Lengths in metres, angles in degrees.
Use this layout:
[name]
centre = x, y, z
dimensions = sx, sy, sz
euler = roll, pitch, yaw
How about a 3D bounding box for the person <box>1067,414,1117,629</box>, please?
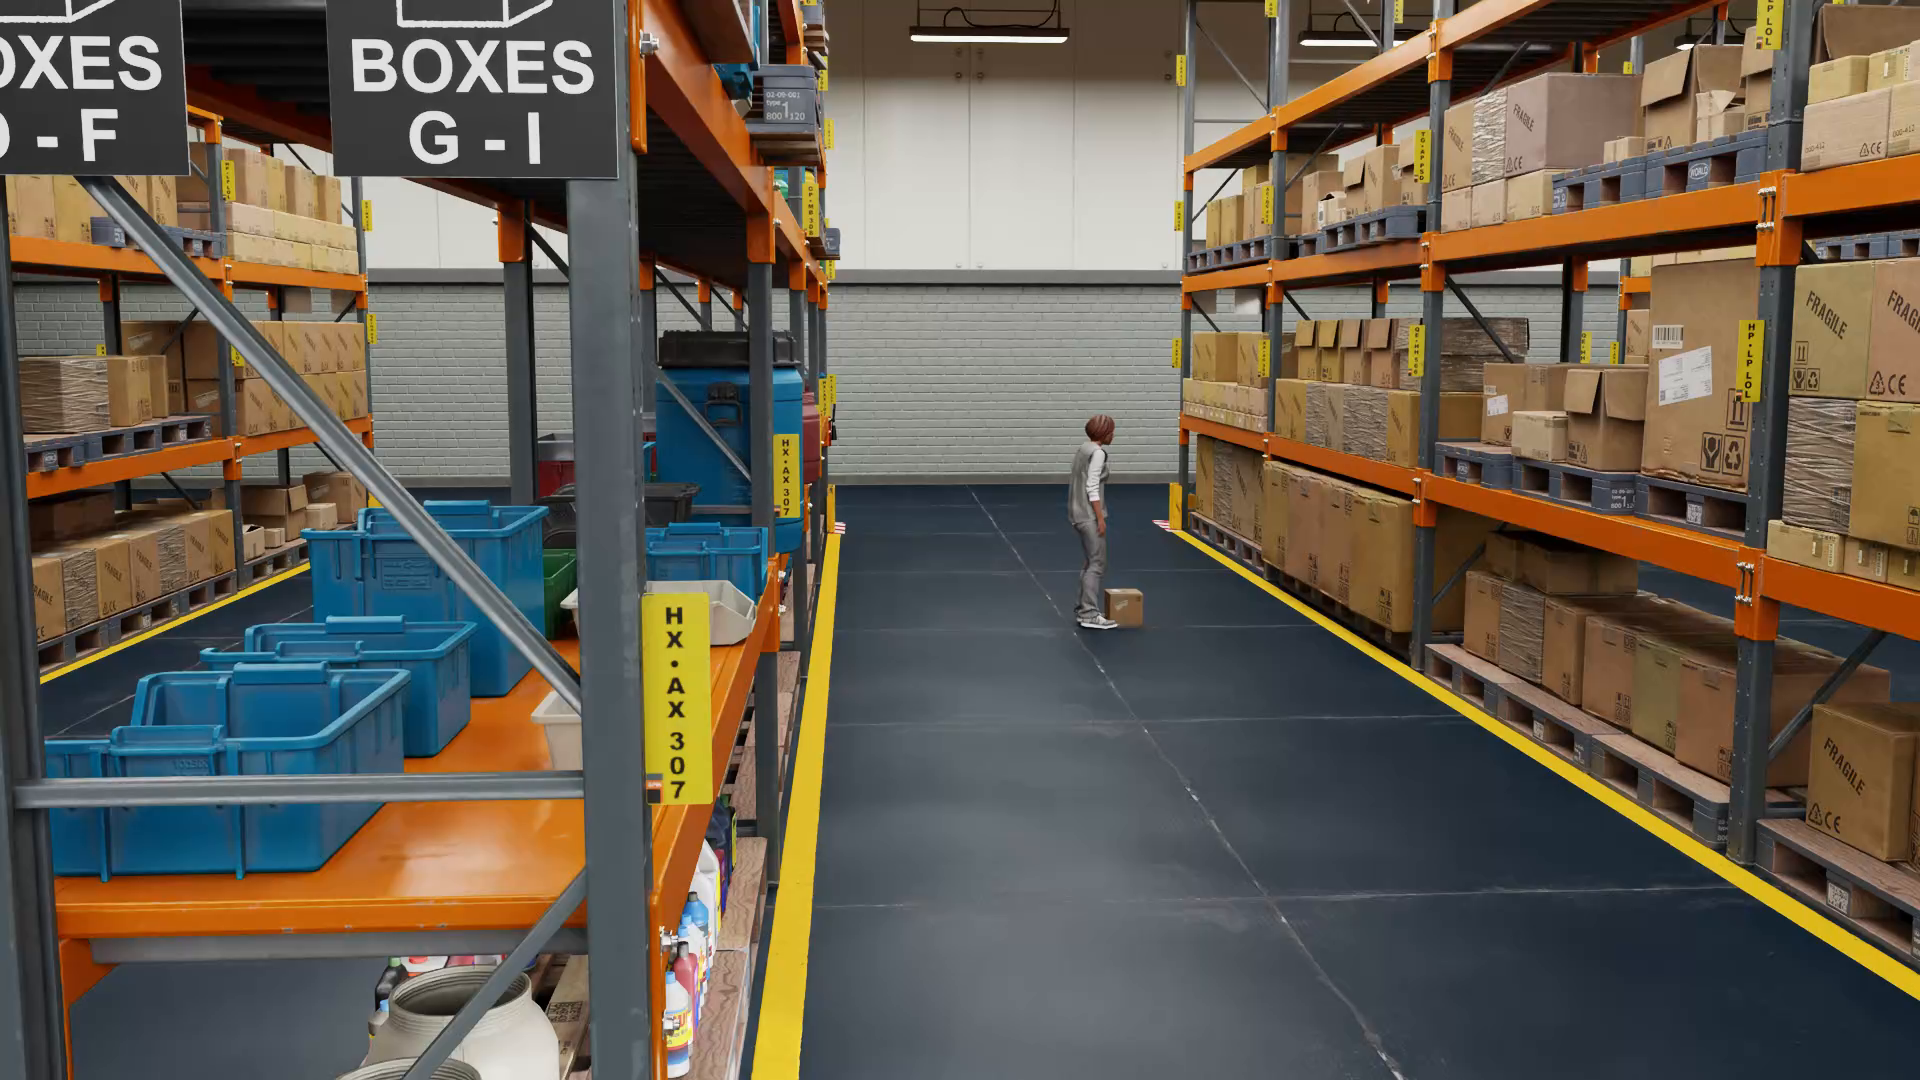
[person]
centre = 0.994, -0.143, 12.508
dimensions = 0.347, 1.580, 0.476
euler = -1, 7, -7
